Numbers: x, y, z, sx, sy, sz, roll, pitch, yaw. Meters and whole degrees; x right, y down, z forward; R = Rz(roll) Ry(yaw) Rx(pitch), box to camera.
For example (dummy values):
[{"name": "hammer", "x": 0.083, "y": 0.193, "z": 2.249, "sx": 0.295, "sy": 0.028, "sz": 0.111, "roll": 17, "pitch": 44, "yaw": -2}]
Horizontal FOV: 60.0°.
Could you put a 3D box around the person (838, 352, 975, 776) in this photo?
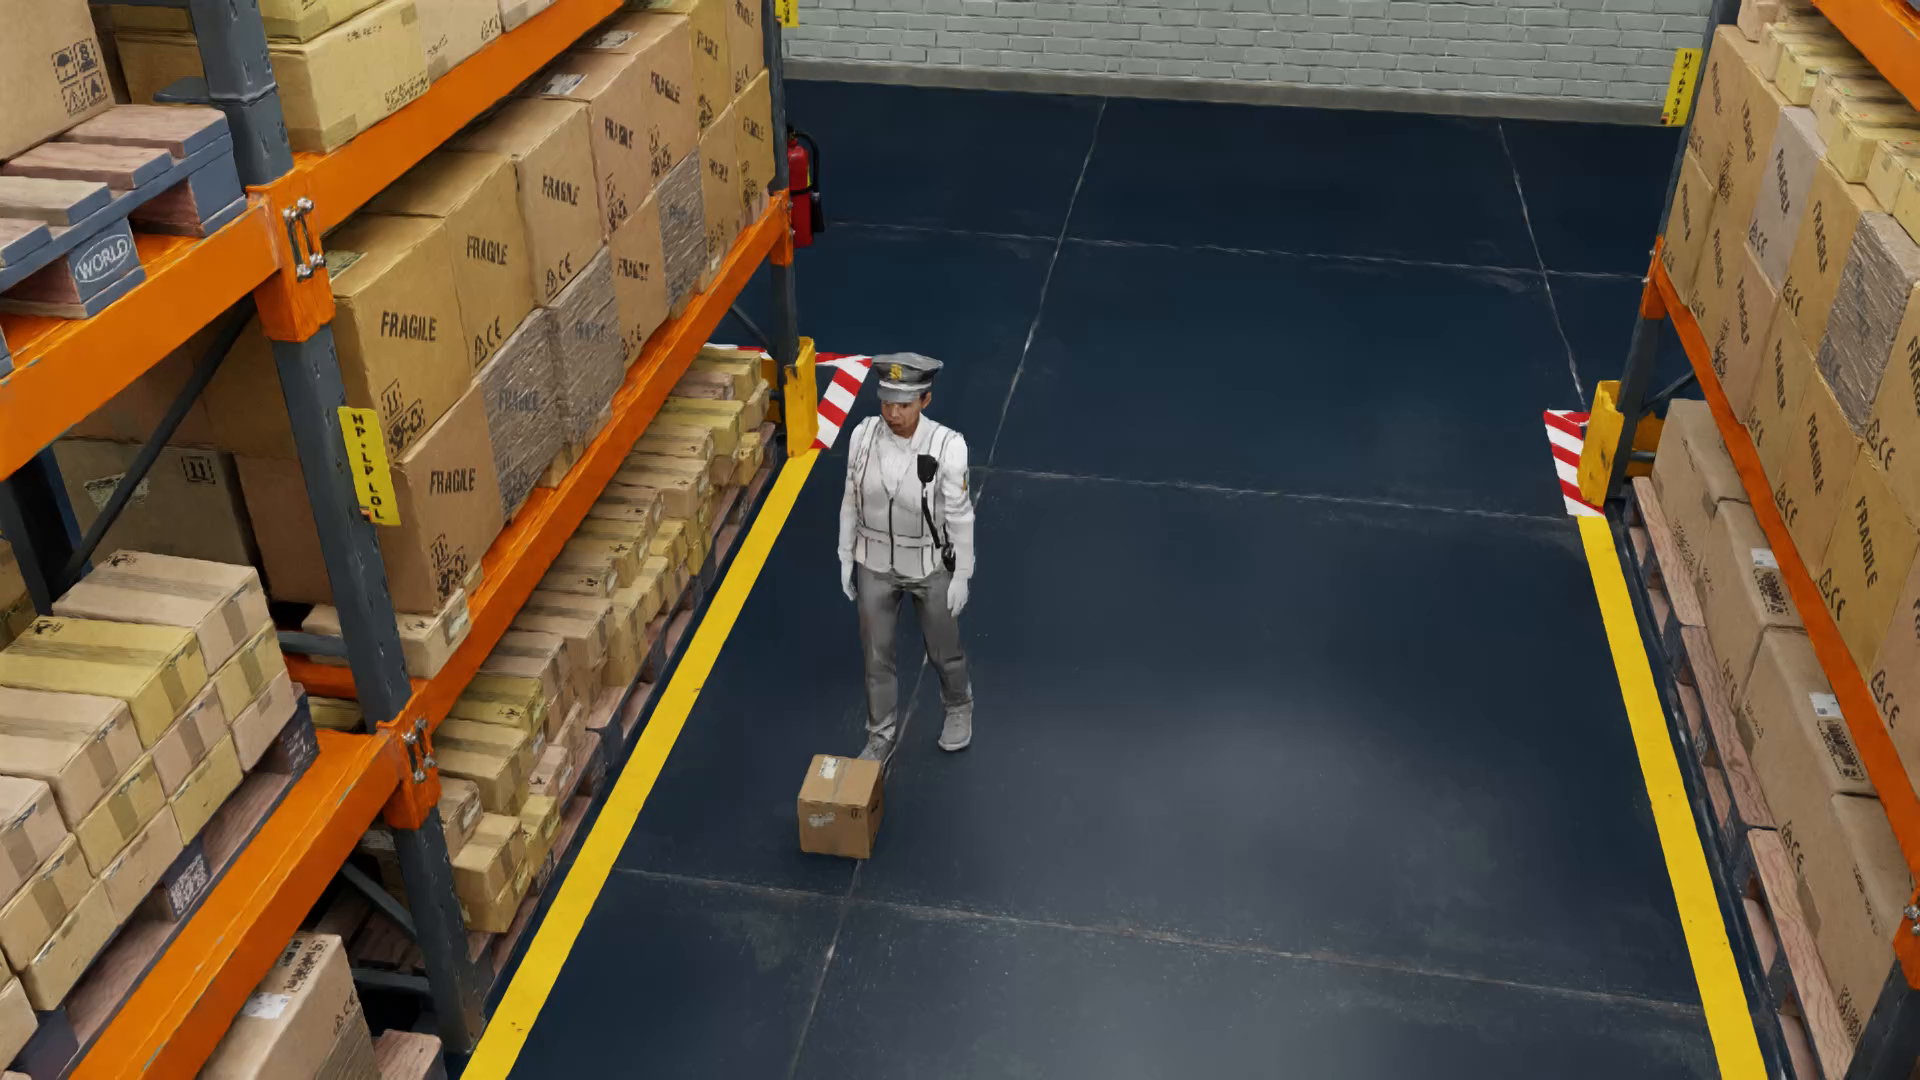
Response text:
[{"name": "person", "x": -0.197, "y": 0.094, "z": 5.958, "sx": 0.503, "sy": 1.693, "sz": 0.580, "roll": 10, "pitch": 34, "yaw": 15}]
